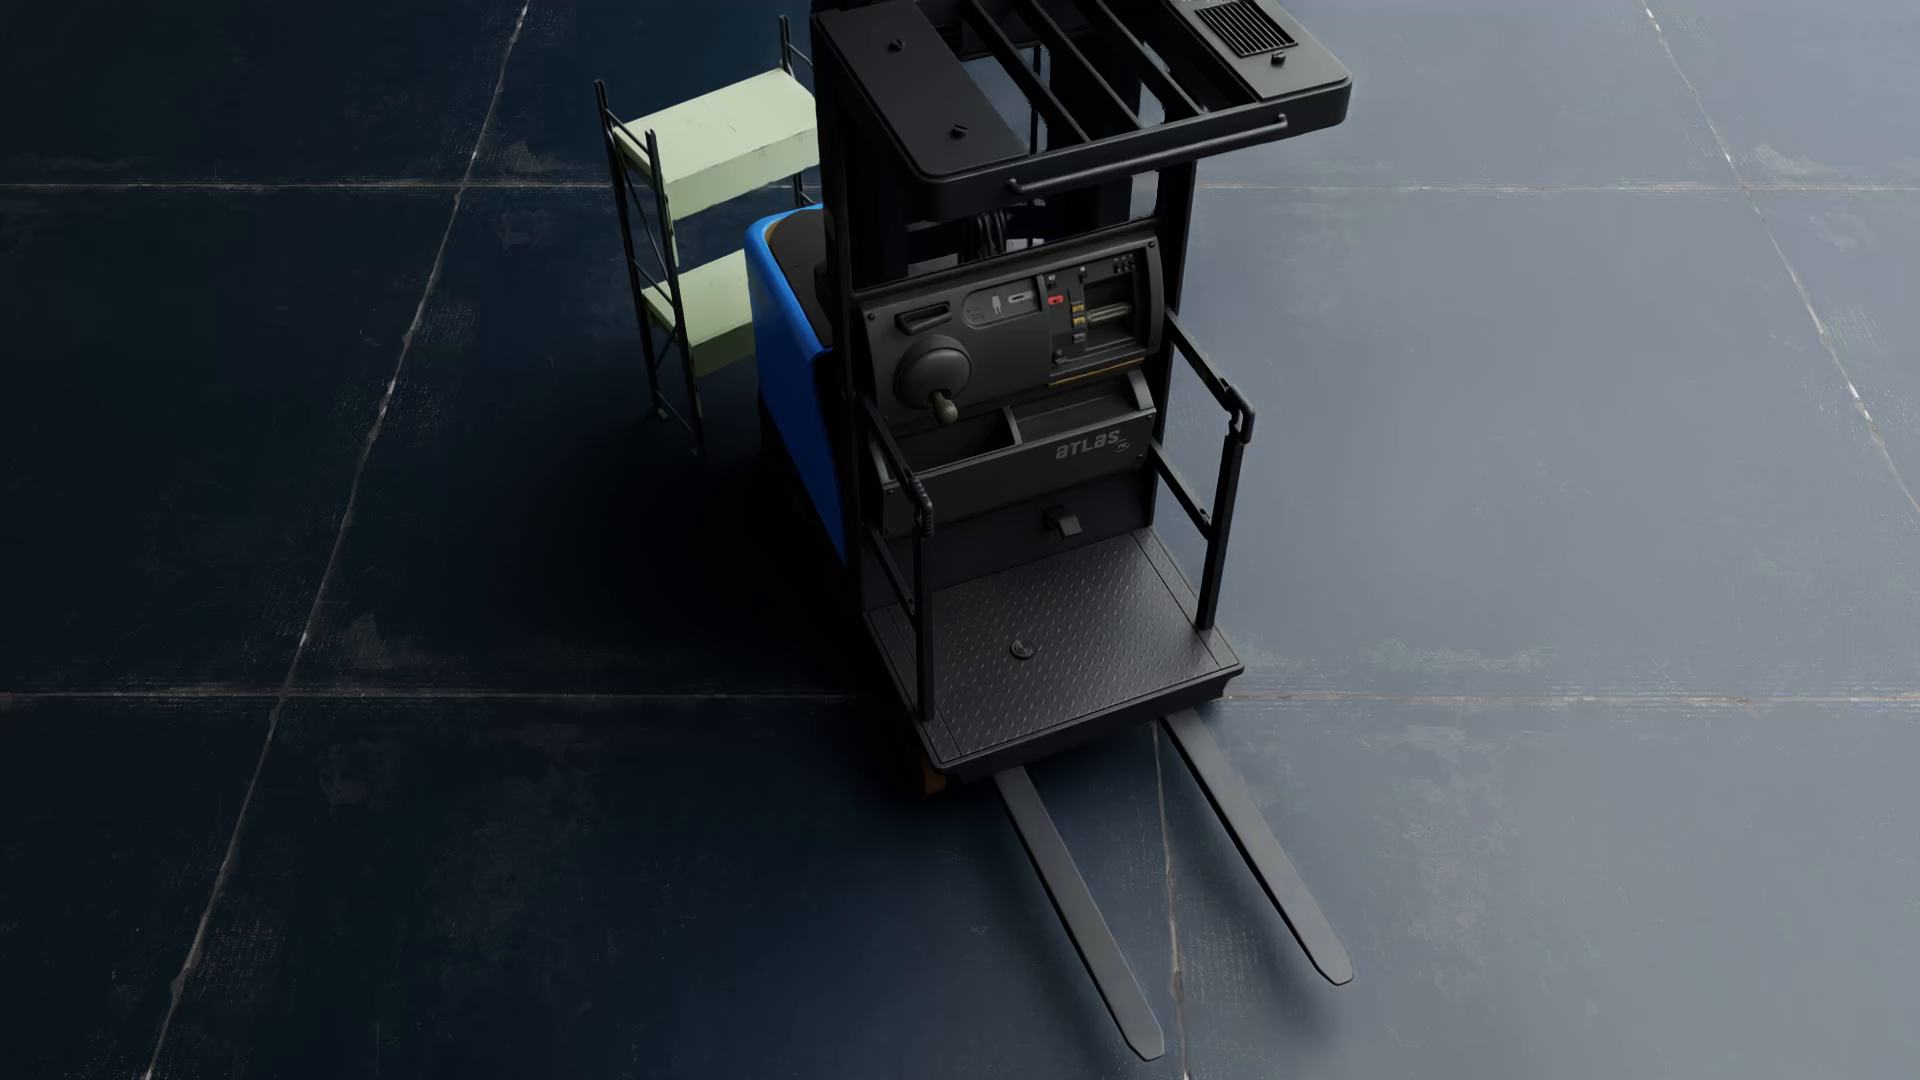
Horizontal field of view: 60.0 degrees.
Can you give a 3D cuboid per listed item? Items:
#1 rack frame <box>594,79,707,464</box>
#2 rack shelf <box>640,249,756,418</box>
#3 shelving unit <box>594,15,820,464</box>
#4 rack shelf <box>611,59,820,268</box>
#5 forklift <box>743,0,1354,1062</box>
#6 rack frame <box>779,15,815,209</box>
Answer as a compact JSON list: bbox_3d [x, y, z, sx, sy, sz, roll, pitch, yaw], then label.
[{"bbox_3d":[-1.120,-0.934,6.094,0.023,1.500,0.400,-28,53,-23],"label":"rack frame"},{"bbox_3d":[-0.822,-0.867,6.477,0.720,0.370,0.431,-28,53,-23],"label":"rack shelf"},{"bbox_3d":[-0.822,-1.090,6.239,0.755,1.500,0.431,-28,53,-23],"label":"shelving unit"},{"bbox_3d":[-0.822,-1.356,5.954,0.720,0.370,0.431,-28,53,-23],"label":"rack shelf"},{"bbox_3d":[0.250,-0.520,4.732,1.130,2.935,3.031,-17,49,-15],"label":"forklift"},{"bbox_3d":[-0.524,-1.245,6.384,0.023,1.500,0.400,-28,53,-23],"label":"rack frame"}]
